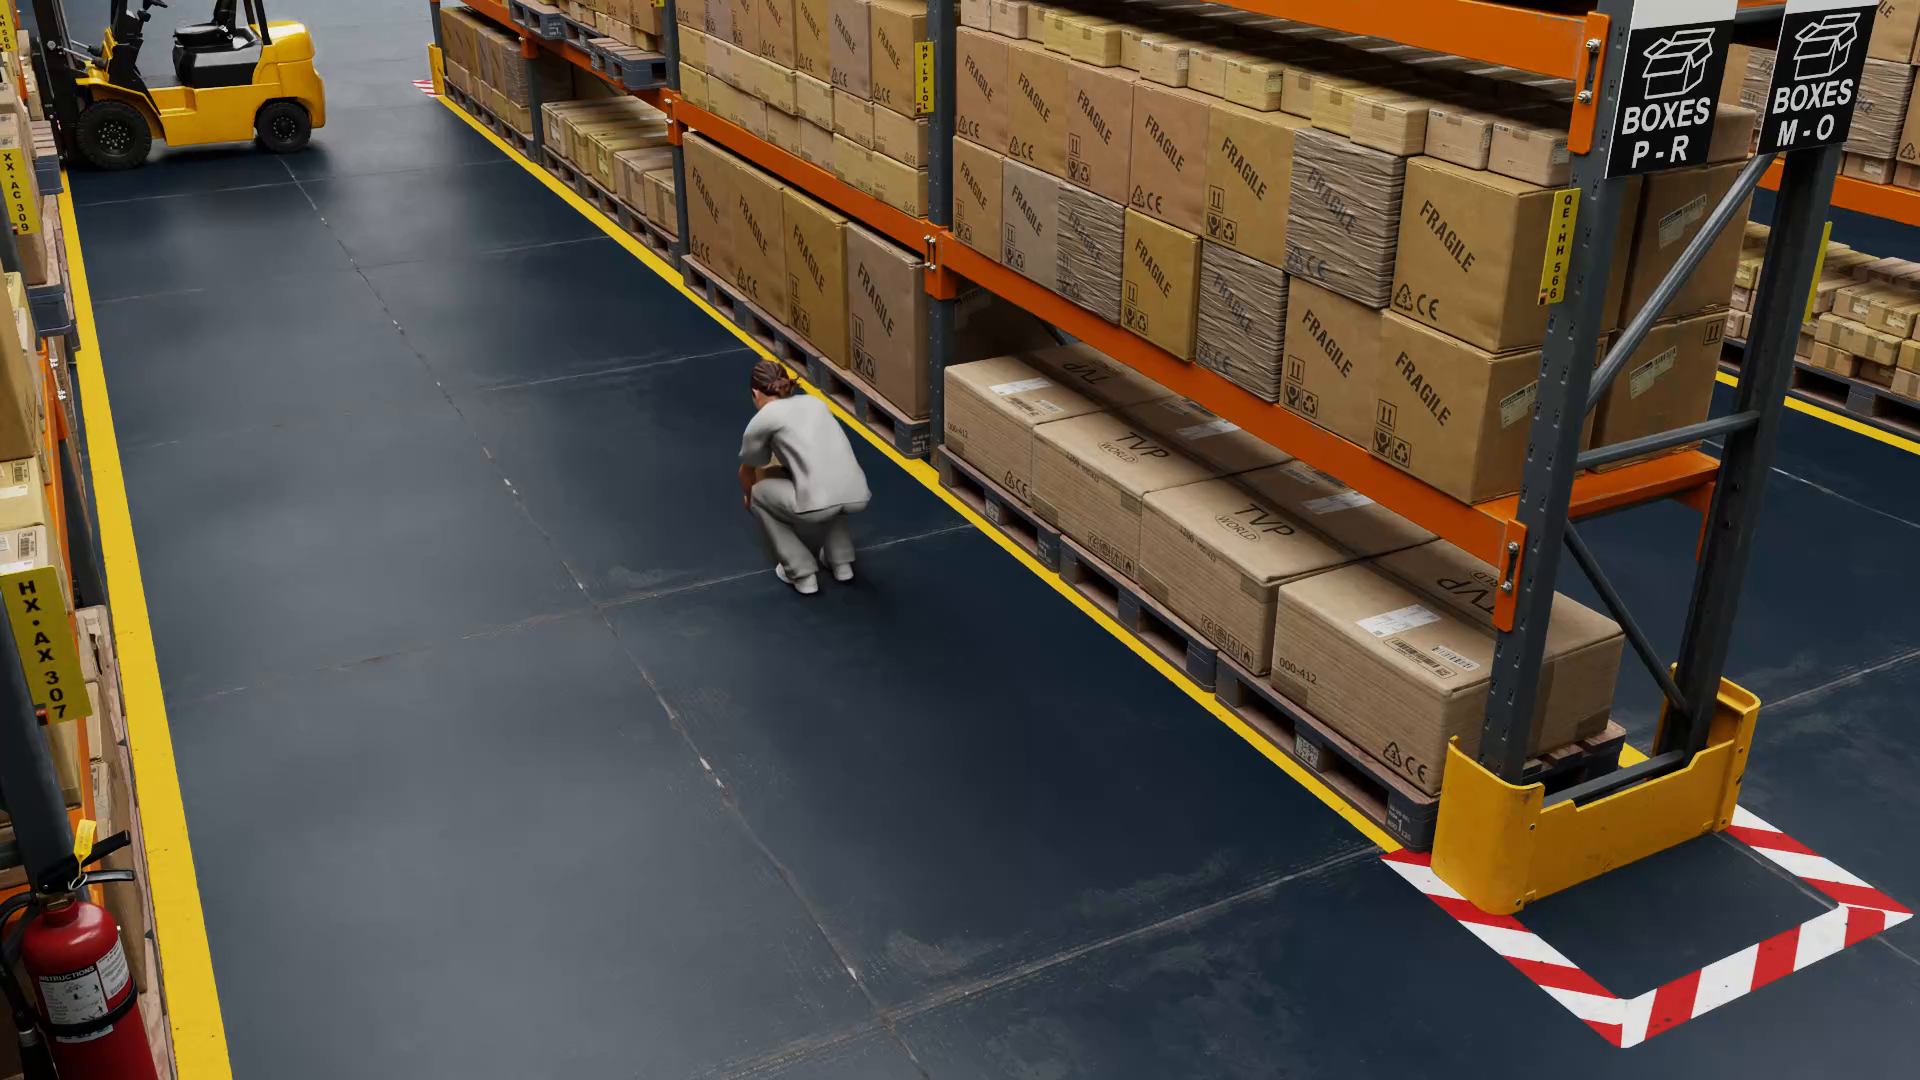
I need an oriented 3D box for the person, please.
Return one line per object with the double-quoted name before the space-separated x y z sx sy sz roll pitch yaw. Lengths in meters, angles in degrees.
"person" -0.723 -0.291 7.557 0.477 0.955 0.794 -13 29 -25
